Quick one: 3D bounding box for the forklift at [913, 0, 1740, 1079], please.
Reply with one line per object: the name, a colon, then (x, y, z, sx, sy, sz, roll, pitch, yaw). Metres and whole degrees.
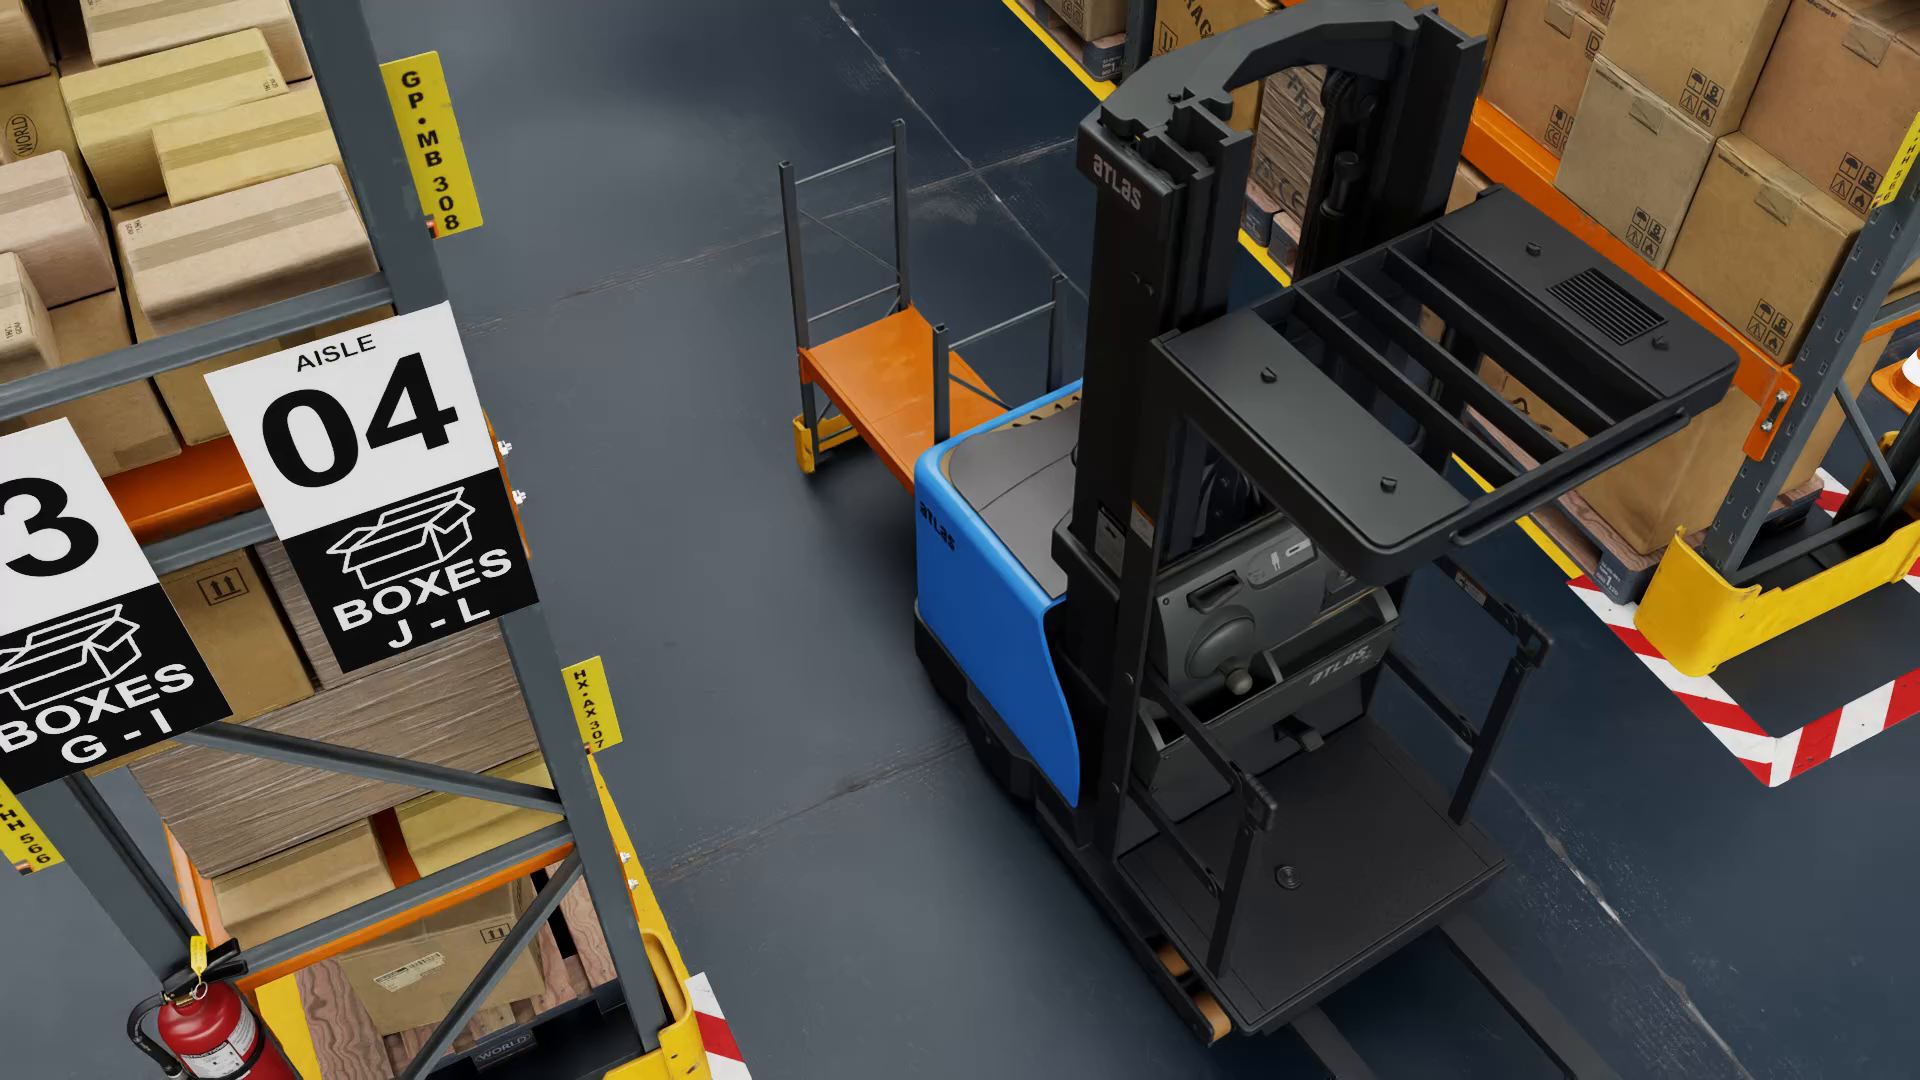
forklift: (1.047, 0.203, 4.518, 1.130, 2.935, 3.031, -26, 54, -21)

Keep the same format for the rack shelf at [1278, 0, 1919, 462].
rack shelf: (2.227, -1.893, 6.783, 1.077, 0.370, 4.000, -21, 52, -18)

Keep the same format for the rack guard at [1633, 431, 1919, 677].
rack guard: (3.153, 0.048, 6.269, 1.175, 0.500, 0.348, -21, 52, -18)

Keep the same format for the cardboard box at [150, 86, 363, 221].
cardboard box: (-1.268, -0.690, 3.096, 0.380, 0.149, 0.250, -20, 52, -17)

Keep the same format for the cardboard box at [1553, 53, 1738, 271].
cardboard box: (2.661, -1.434, 5.804, 0.875, 0.550, 0.550, -21, 52, -18)

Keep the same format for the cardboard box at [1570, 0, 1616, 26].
cardboard box: (2.537, -2.216, 5.771, 0.875, 0.550, 0.550, -21, 52, -18)

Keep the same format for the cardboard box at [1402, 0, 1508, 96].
cardboard box: (2.237, -2.192, 6.468, 0.875, 0.550, 0.500, -21, 52, -18)

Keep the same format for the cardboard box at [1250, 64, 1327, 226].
cardboard box: (1.953, -1.860, 7.409, 0.875, 0.875, 0.875, -21, 52, -17)

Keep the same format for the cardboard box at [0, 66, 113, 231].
cardboard box: (-1.992, -0.657, 3.331, 0.500, 0.250, 0.500, -21, 52, -17)

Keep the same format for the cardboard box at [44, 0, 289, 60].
cardboard box: (-1.770, -1.176, 3.785, 0.500, 0.250, 0.500, -21, 52, -18)

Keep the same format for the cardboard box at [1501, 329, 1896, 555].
cardboard box: (2.773, -0.661, 6.360, 0.875, 0.875, 0.875, -21, 52, -17)

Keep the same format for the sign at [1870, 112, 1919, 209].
sign: (2.653, -1.073, 4.661, 0.100, 0.325, 0.005, -21, 52, -18)

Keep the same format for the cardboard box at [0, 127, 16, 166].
cardboard box: (-1.957, -0.658, 3.067, 0.380, 0.149, 0.250, -23, 53, -19)

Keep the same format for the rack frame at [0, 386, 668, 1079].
rack frame: (-1.315, 0.850, 3.907, 1.000, 3.000, 0.127, -21, 52, -18)

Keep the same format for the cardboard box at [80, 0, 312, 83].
cardboard box: (-1.554, -1.024, 3.387, 0.380, 0.149, 0.250, -19, 52, -16)

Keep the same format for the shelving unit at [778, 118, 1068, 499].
shelving unit: (-0.146, -0.594, 6.166, 0.587, 1.500, 1.083, -26, 54, -21)

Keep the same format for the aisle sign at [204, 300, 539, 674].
aisle sign: (-1.020, -0.068, 2.982, 0.394, 0.787, 0.004, -21, 52, -18)

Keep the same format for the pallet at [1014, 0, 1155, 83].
pallet: (0.891, -3.041, 9.162, 1.003, 0.211, 1.213, -21, 52, -18)

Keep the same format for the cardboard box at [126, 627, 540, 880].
cardboard box: (-1.542, 0.341, 4.087, 0.875, 0.500, 0.500, -21, 52, -18)

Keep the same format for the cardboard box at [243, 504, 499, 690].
cardboard box: (-1.324, -0.072, 3.785, 0.500, 0.500, 0.500, -21, 52, -18)

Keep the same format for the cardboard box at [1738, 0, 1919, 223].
cardboard box: (3.006, -1.458, 5.108, 0.875, 0.550, 0.550, -21, 52, -18)

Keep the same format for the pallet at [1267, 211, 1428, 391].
pallet: (2.152, -1.197, 7.549, 1.003, 0.211, 1.213, -21, 52, -18)

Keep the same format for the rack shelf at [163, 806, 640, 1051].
rack shelf: (-2.230, -0.252, 5.348, 1.077, 0.370, 4.000, -21, 52, -18)

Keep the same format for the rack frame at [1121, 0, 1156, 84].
rack frame: (1.311, -3.468, 7.683, 1.000, 3.000, 0.127, -21, 52, -18)

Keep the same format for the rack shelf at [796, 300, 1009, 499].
rack shelf: (-0.142, -0.470, 6.296, 0.538, 0.185, 1.000, -26, 54, -21)

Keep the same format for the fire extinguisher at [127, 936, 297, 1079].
fire extinguisher: (-1.672, 1.111, 3.730, 0.296, 0.674, 0.183, -21, 52, -18)

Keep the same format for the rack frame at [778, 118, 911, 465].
rack frame: (-0.415, -0.911, 6.443, 0.500, 1.500, 0.032, -26, 54, -21)

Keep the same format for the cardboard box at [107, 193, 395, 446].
cardboard box: (-1.305, -0.500, 3.194, 0.500, 0.250, 0.500, -20, 52, -16)

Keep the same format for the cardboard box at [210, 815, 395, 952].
cardboard box: (-1.629, 0.813, 4.106, 0.380, 0.149, 0.250, -21, 52, -18)

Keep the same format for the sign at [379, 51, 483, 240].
sign: (-0.832, -0.612, 2.612, 0.100, 0.325, 0.005, -21, 52, -18)

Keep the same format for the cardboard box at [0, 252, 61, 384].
cardboard box: (-1.719, -0.298, 2.752, 0.380, 0.149, 0.250, -21, 52, -18)
